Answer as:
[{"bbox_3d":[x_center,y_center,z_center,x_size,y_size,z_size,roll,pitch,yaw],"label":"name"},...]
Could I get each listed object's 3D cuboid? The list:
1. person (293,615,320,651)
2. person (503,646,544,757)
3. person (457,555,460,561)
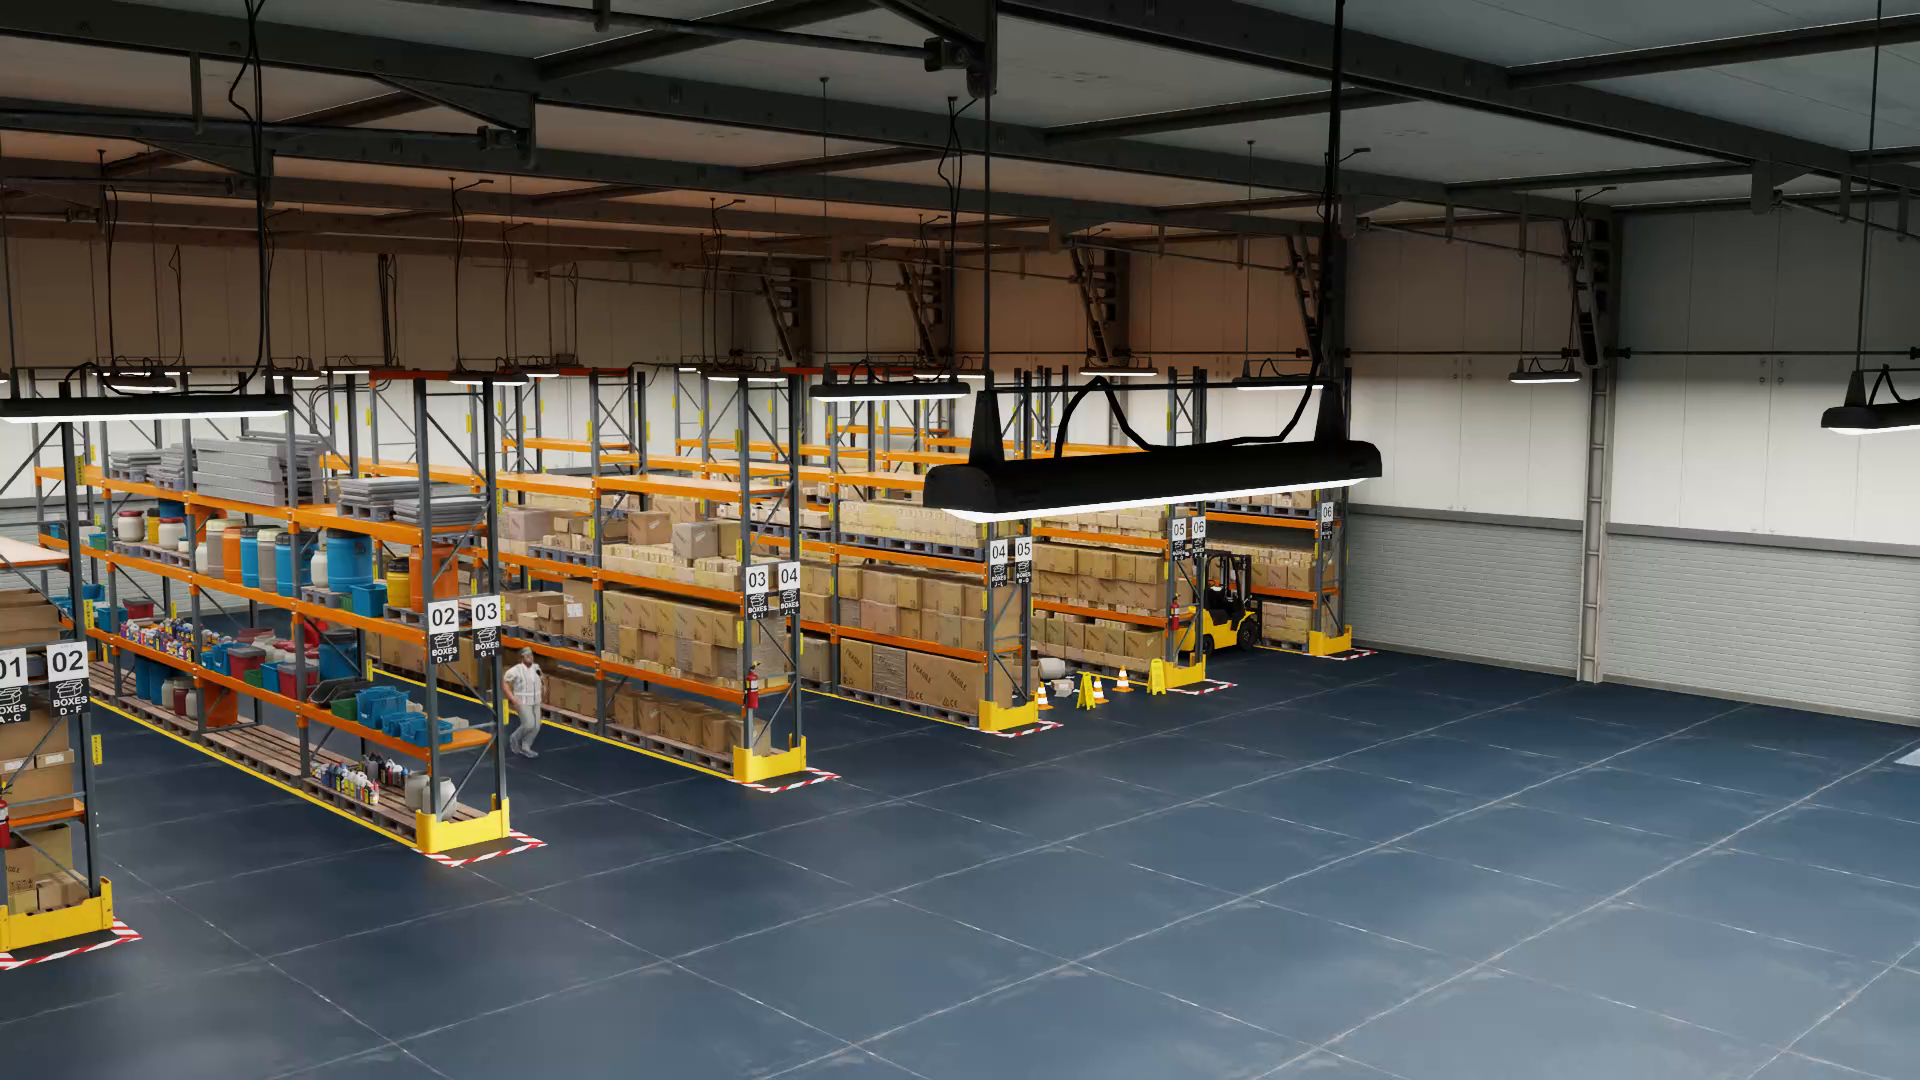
[{"bbox_3d":[-11.704,2.065,30.354,0.602,1.684,0.651,4,7,29],"label":"person"},{"bbox_3d":[-6.746,2.528,25.996,0.528,1.757,0.673,5,8,38],"label":"person"},{"bbox_3d":[-11.770,1.155,38.606,0.665,1.626,0.875,-1,7,-9],"label":"person"}]
